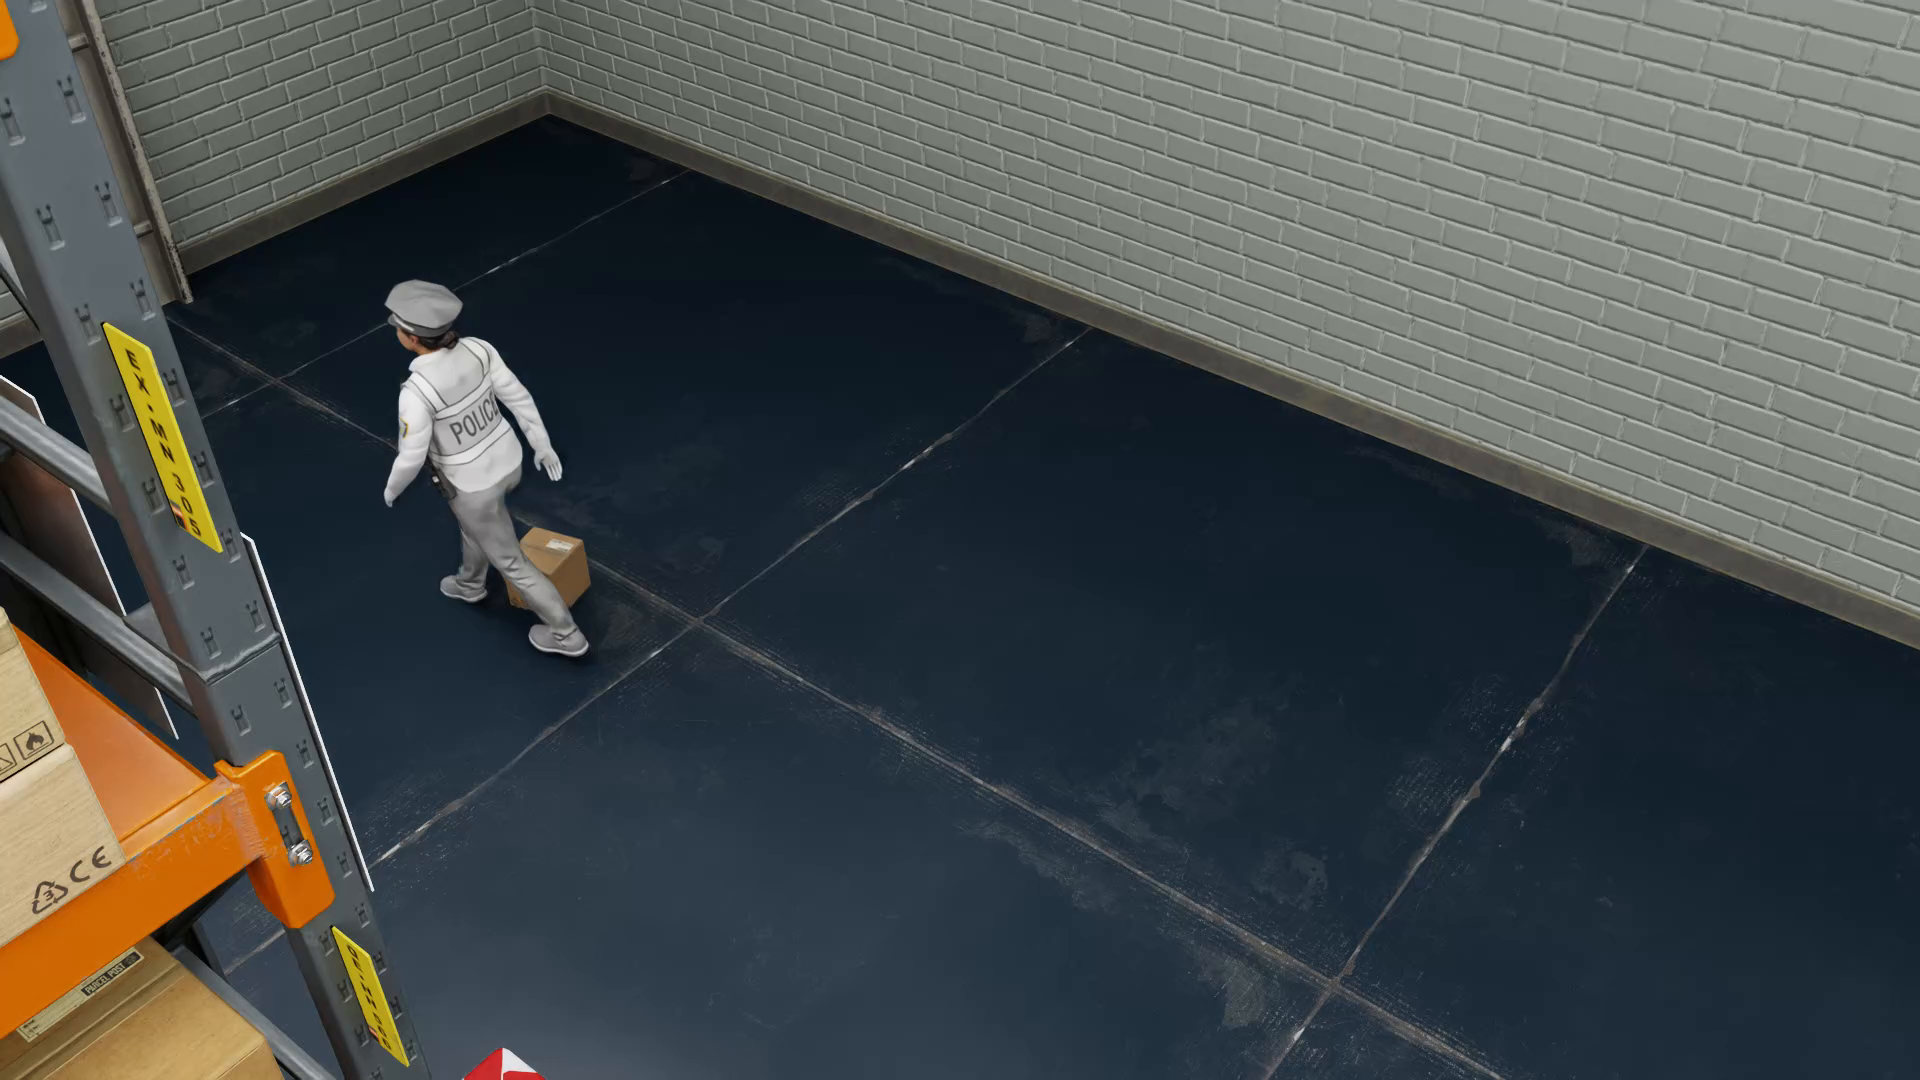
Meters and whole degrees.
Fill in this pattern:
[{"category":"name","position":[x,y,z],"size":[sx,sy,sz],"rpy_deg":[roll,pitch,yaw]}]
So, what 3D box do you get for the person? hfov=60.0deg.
[{"category":"person","position":[-1.928,-0.247,6.473],"size":[0.852,1.670,0.563],"rpy_deg":[15,42,18]}]
